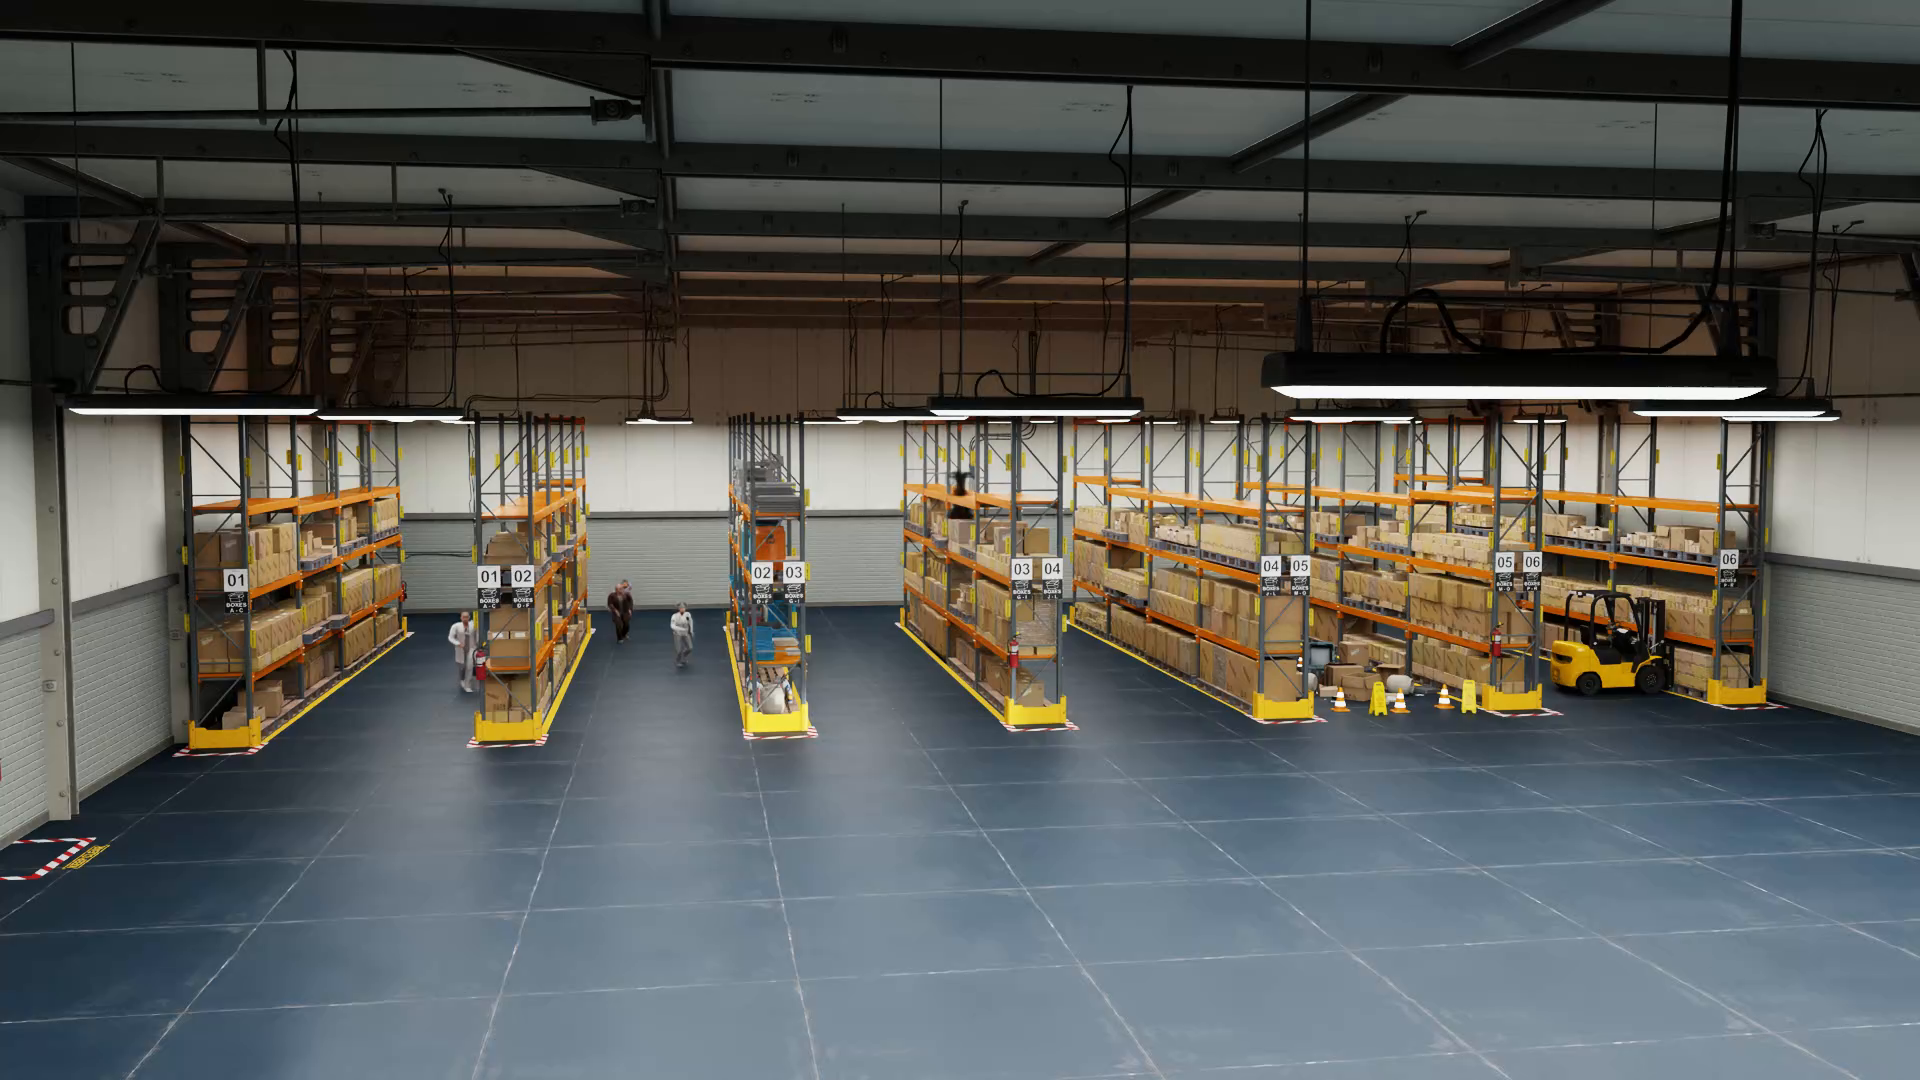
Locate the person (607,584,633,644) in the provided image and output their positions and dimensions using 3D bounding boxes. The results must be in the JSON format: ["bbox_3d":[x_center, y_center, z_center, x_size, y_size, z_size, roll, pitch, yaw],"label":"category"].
[{"bbox_3d":[-8.962,1.932,43.819,0.676,1.615,0.824,-1,4,-21],"label":"person"}]

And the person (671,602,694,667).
[{"bbox_3d":[-6.586,2.248,39.475,0.610,1.573,0.784,-2,4,-26],"label":"person"}]

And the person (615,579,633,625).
[{"bbox_3d":[-9.664,1.820,47.743,0.625,1.352,0.932,-3,5,-37],"label":"person"}]

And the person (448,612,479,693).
[{"bbox_3d":[-10.743,2.403,36.076,0.695,1.743,0.954,-1,4,-19],"label":"person"}]
